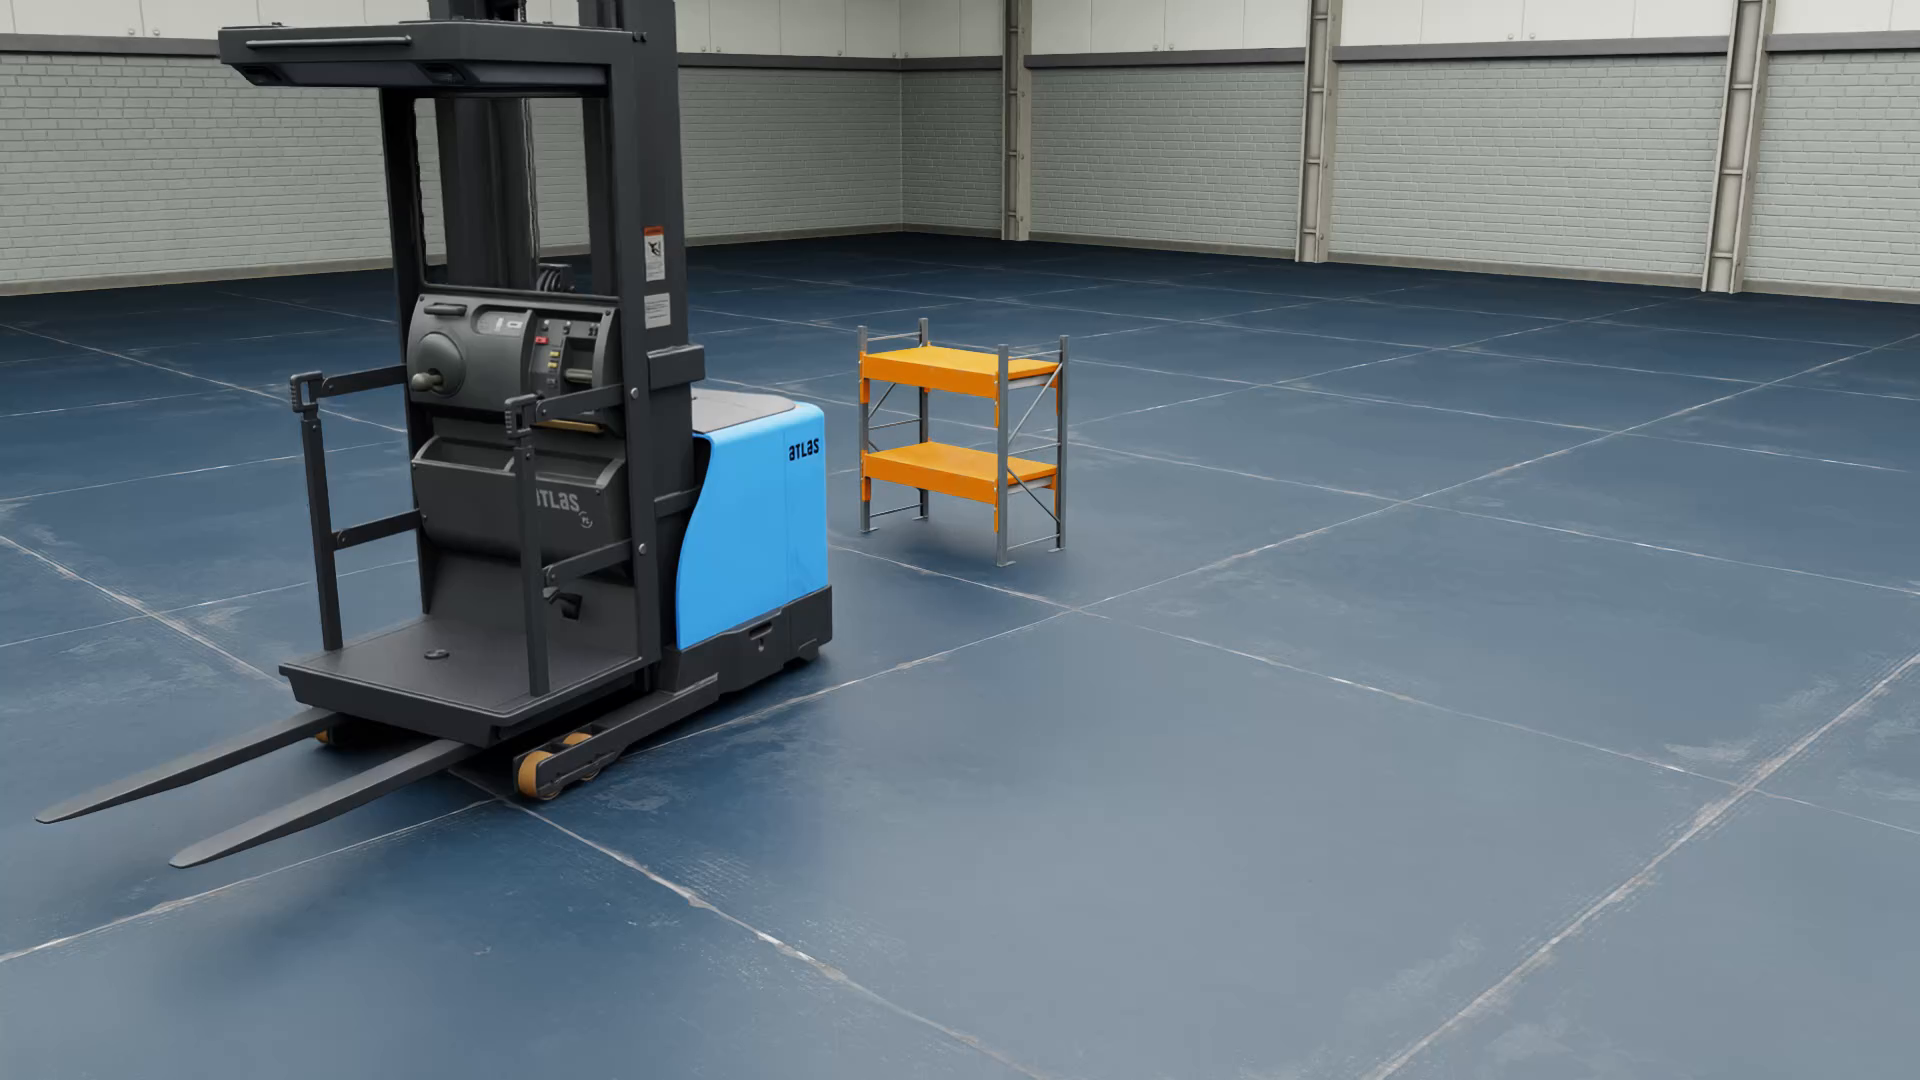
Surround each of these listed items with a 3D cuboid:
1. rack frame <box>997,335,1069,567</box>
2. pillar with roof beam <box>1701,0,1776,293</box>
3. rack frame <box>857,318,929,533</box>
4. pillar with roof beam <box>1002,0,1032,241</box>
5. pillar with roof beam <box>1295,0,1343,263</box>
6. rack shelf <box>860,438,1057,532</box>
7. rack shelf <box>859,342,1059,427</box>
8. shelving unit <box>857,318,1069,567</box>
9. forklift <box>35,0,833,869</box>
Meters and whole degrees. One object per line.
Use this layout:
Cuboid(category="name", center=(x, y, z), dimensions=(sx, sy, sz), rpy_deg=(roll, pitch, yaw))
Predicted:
Cuboid(category="rack frame", center=(0.371, -0.454, 8.444), dimensions=(0.032, 1.125, 0.500), rpy_deg=(14, 20, 42))
Cuboid(category="pillar with roof beam", center=(6.621, -6.713, 16.849), dimensions=(0.400, 9.000, 9.100), rpy_deg=(14, 20, 42))
Cuboid(category="rack frame", center=(-0.361, -0.632, 9.127), dimensions=(0.032, 1.125, 0.500), rpy_deg=(14, 20, 42))
Cuboid(category="pillar with roof beam", center=(-2.018, -8.813, 24.909), dimensions=(0.400, 9.000, 9.100), rpy_deg=(14, 20, 42))
Cuboid(category="pillar with roof beam", center=(2.302, -7.763, 20.879), dimensions=(0.400, 9.000, 9.100), rpy_deg=(14, 20, 42))
Cuboid(category="rack shelf", center=(0.005, -0.307, 8.847), dimensions=(1.000, 0.278, 0.538), rpy_deg=(14, 20, 42))
Cuboid(category="rack shelf", center=(0.005, -0.826, 8.712), dimensions=(1.000, 0.278, 0.538), rpy_deg=(14, 20, 42))
Cuboid(category="shelving unit", center=(0.005, -0.543, 8.786), dimensions=(1.048, 1.125, 0.538), rpy_deg=(14, 20, 42))
Cuboid(category="forklift", center=(-1.699, -0.674, 5.706), dimensions=(1.130, 2.935, 3.031), rpy_deg=(8, 17, 28))
